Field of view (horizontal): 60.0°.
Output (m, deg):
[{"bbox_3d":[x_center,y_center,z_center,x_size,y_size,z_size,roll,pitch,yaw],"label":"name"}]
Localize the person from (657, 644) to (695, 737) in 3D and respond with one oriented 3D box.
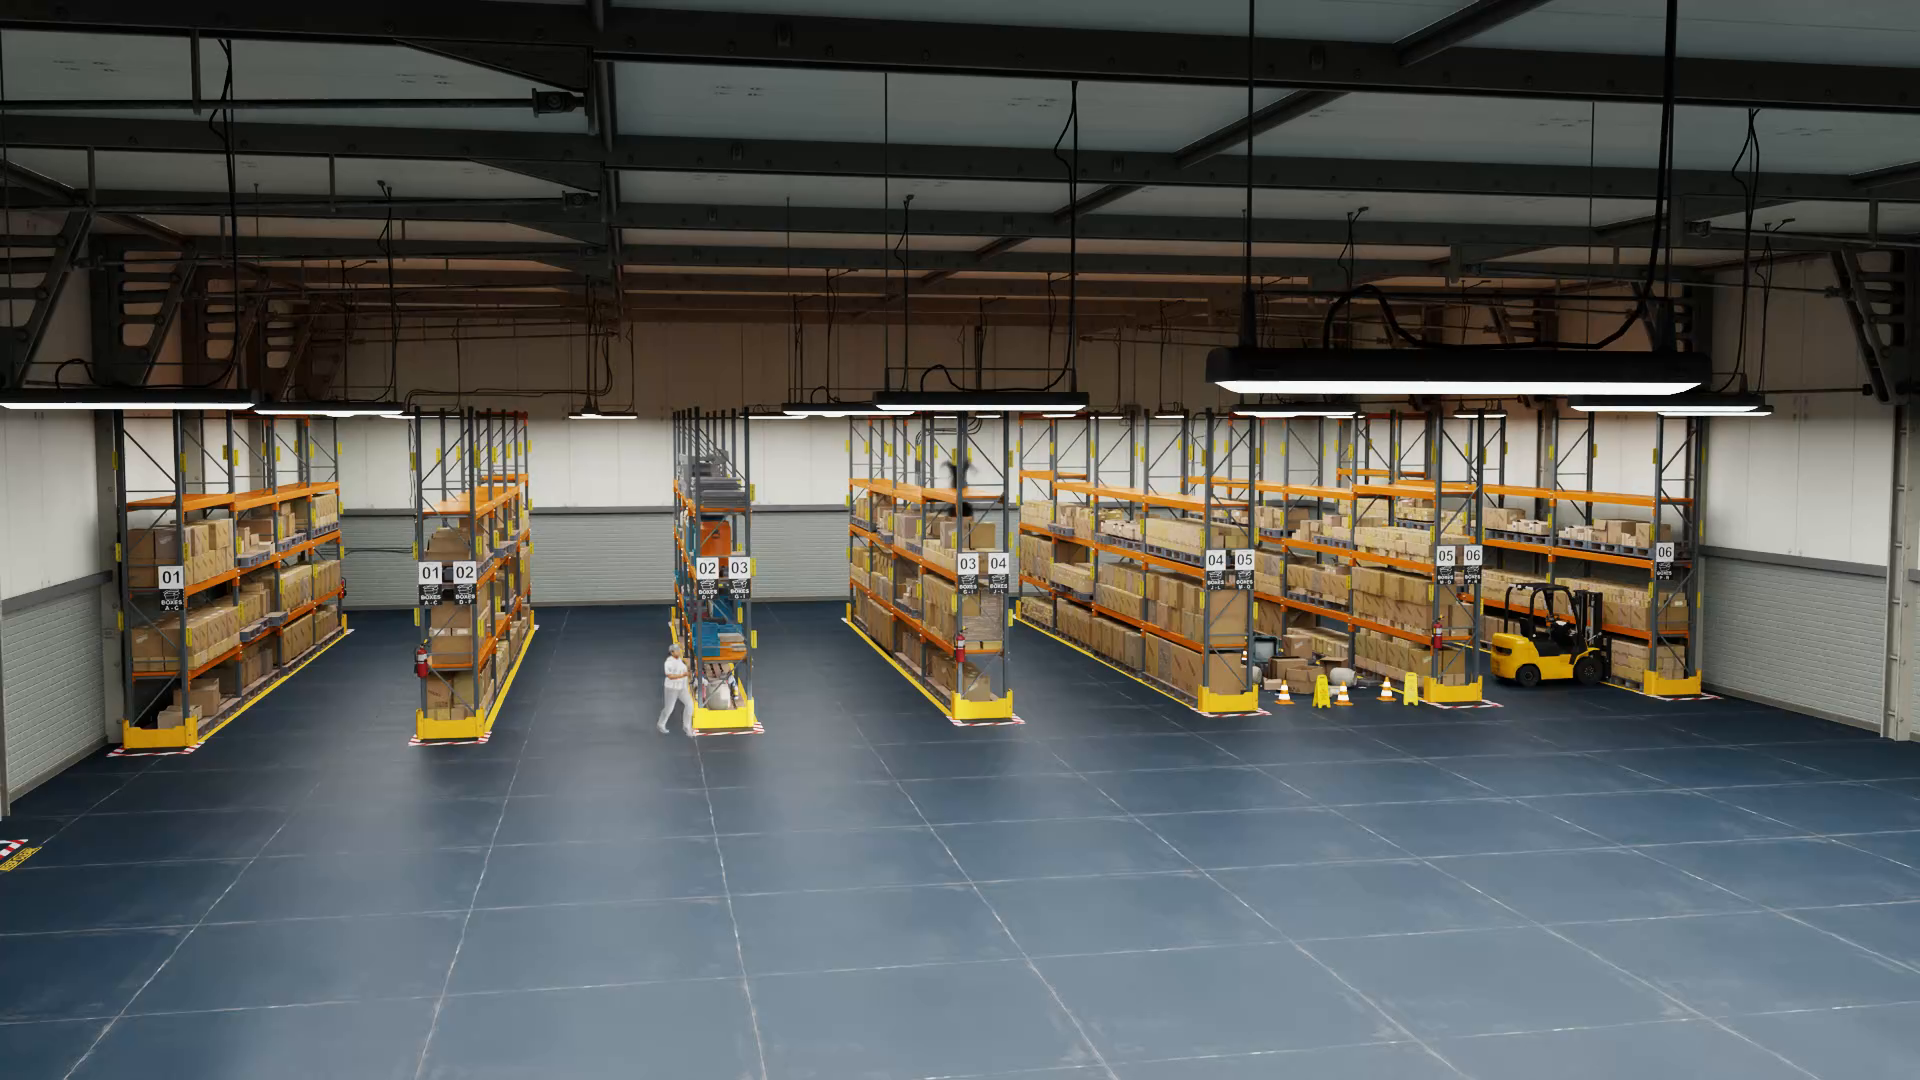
[{"bbox_3d":[-5.182,2.743,30.251,0.759,1.722,0.559,3,5,34],"label":"person"}]
